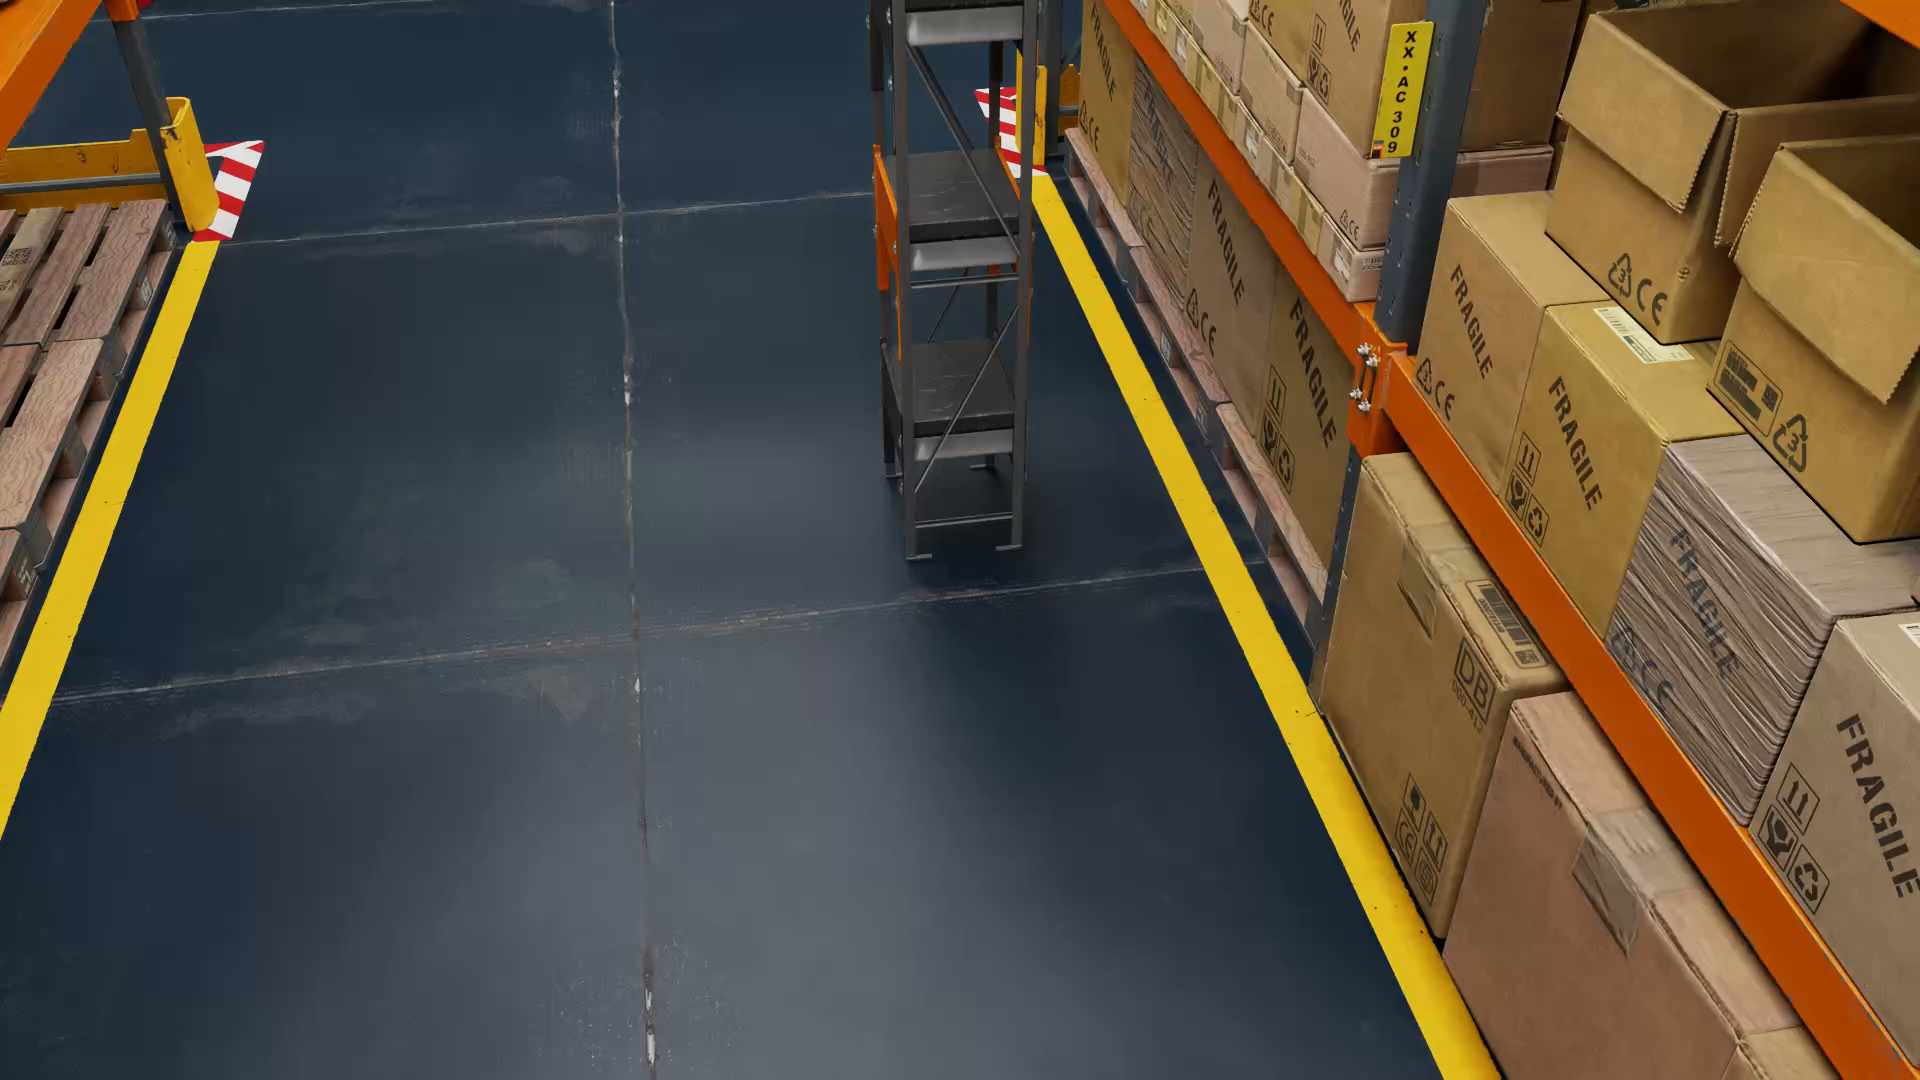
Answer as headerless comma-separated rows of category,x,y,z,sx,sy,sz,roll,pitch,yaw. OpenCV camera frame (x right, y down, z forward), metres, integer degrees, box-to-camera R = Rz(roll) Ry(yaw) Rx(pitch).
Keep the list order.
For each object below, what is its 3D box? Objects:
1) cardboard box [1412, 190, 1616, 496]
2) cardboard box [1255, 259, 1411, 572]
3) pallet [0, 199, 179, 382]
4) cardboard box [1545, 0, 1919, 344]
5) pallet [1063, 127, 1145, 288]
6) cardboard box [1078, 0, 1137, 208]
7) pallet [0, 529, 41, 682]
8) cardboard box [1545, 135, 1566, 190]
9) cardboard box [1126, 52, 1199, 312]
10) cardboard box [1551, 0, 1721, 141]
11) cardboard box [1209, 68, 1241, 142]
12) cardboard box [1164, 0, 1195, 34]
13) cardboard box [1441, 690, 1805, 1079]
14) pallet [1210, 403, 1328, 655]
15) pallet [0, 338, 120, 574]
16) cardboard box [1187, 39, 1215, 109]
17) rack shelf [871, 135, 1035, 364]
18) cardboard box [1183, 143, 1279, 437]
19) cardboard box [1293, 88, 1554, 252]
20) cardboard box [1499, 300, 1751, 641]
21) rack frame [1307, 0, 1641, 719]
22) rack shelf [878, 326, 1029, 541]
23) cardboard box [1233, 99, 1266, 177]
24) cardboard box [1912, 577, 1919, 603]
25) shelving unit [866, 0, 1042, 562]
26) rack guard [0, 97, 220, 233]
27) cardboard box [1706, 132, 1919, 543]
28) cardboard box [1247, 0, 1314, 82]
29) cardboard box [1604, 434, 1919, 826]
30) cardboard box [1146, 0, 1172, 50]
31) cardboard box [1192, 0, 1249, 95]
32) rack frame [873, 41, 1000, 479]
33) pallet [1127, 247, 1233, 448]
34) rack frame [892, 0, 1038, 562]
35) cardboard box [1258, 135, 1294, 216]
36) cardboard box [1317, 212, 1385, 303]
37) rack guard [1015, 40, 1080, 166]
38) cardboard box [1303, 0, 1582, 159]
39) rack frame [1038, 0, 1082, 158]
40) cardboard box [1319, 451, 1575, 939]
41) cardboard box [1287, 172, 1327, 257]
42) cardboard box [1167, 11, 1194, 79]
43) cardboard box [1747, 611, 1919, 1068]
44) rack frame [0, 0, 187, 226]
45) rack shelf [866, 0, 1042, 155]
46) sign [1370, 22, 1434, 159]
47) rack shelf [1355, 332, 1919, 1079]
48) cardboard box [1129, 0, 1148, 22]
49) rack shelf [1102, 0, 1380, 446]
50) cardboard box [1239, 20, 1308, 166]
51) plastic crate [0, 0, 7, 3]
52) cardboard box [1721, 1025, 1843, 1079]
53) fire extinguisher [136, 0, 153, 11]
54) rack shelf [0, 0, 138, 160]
cardboard box,1.411,-0.468,3.826,0.500,0.500,0.500,-6,38,-8
cardboard box,1.540,-0.468,5.296,0.875,0.875,0.875,-6,38,-8
pallet,-3.895,-1.013,6.882,1.003,0.211,1.213,-6,38,-8
cardboard box,1.697,-0.784,3.415,0.797,0.503,0.637,-7,38,-9
pallet,1.092,-1.574,7.604,1.003,0.211,1.213,-6,38,-8
cardboard box,1.066,-2.098,7.396,0.875,0.875,0.875,-6,38,-8
pallet,-3.467,0.460,4.985,1.003,0.211,1.213,-6,38,-8
cardboard box,1.752,-1.104,4.606,0.500,0.250,0.500,-7,38,-9
cardboard box,1.226,-1.549,6.688,0.875,0.875,0.875,-6,38,-8
cardboard box,1.744,-1.405,4.382,0.500,0.500,0.500,-6,38,-8
cardboard box,1.020,-1.405,5.318,0.380,0.149,0.250,-6,38,-7
cardboard box,0.972,-1.957,5.704,0.500,0.250,0.500,-7,38,-9
cardboard box,1.866,0.864,3.583,1.225,0.875,0.875,-7,38,-10
pallet,1.520,-0.100,5.707,1.003,0.211,1.213,-6,38,-8
pallet,-3.684,-0.278,5.936,1.003,0.211,1.213,-6,38,-8
cardboard box,0.975,-1.559,5.517,0.380,0.149,0.250,-7,38,-9
rack shelf,-0.029,-0.918,5.243,0.431,0.518,0.480,-6,38,-8
cardboard box,1.382,-1.011,5.996,0.875,0.875,0.875,-6,38,-8
cardboard box,1.241,-1.030,4.511,0.500,0.250,0.500,-7,38,-9
cardboard box,1.500,-0.165,3.436,0.500,0.500,0.500,-6,38,-8
rack frame,1.576,-0.734,4.249,1.000,3.000,0.127,-6,38,-8
rack shelf,-0.029,-0.366,5.672,0.431,0.518,0.480,-6,38,-8
cardboard box,1.065,-1.249,5.118,0.380,0.149,0.250,-6,38,-7
cardboard box,1.930,0.005,2.399,0.797,0.503,0.637,-5,38,-6
shelving unit,-0.029,-0.929,5.235,0.431,2.100,0.503,-6,38,-8
rack guard,-4.018,-1.643,7.457,1.175,0.500,0.348,-6,38,-8
cardboard box,1.805,-0.369,2.880,0.797,0.503,0.637,-6,38,-7
cardboard box,1.149,-1.640,4.684,0.500,0.500,0.500,-6,38,-7
cardboard box,1.587,0.138,3.046,0.500,0.500,0.500,-7,38,-9
cardboard box,0.884,-1.872,5.919,0.380,0.149,0.250,-7,38,-9
cardboard box,1.058,-1.651,5.310,0.500,0.250,0.500,-5,38,-7
rack frame,-0.072,-1.077,5.424,0.400,2.100,0.015,-6,38,-8
pallet,1.303,-0.839,6.657,1.003,0.211,1.213,-6,38,-8
rack frame,0.014,-0.782,5.045,0.400,2.100,0.015,-6,38,-8
cardboard box,1.110,-1.094,4.918,0.380,0.149,0.250,-7,38,-9
cardboard box,1.201,-0.783,4.518,0.380,0.149,0.250,-6,38,-8
rack guard,0.871,-2.177,8.145,1.175,0.500,0.348,-6,38,-8
cardboard box,1.233,-1.337,4.294,0.500,0.500,0.500,-5,38,-7
rack frame,0.875,-3.150,7.359,1.000,3.000,0.127,-6,38,-8
cardboard box,1.708,0.324,4.277,1.225,0.875,0.875,-6,38,-8
cardboard box,1.155,-0.939,4.719,0.380,0.149,0.250,-6,38,-7
cardboard box,0.931,-1.713,5.715,0.380,0.149,0.250,-6,38,-7
cardboard box,1.683,0.449,2.646,0.500,0.500,0.500,-6,38,-7
rack frame,-4.001,-2.617,6.673,1.000,3.000,0.127,-6,38,-8
rack shelf,-0.029,-1.471,4.813,0.431,0.518,0.480,-6,38,-8
sign,1.030,-1.046,3.881,0.100,0.325,0.005,-6,38,-8
rack shelf,1.927,0.759,2.915,1.077,0.370,4.000,-6,38,-8
cardboard box,0.840,-2.024,6.115,0.380,0.149,0.250,-7,38,-8
rack shelf,1.226,-1.657,6.025,1.077,0.370,4.000,-6,38,-8
cardboard box,1.148,-1.343,4.913,0.500,0.250,0.500,-5,38,-7
plastic crate,-3.680,-2.063,6.127,0.396,0.136,0.243,-6,38,-8
cardboard box,2.029,1.397,2.896,1.225,0.875,0.875,-6,38,-8
fire extinguisher,-3.580,-2.579,6.992,0.296,0.674,0.183,-6,38,-8
rack shelf,-3.650,-1.125,5.339,1.077,0.370,4.000,-6,38,-8
